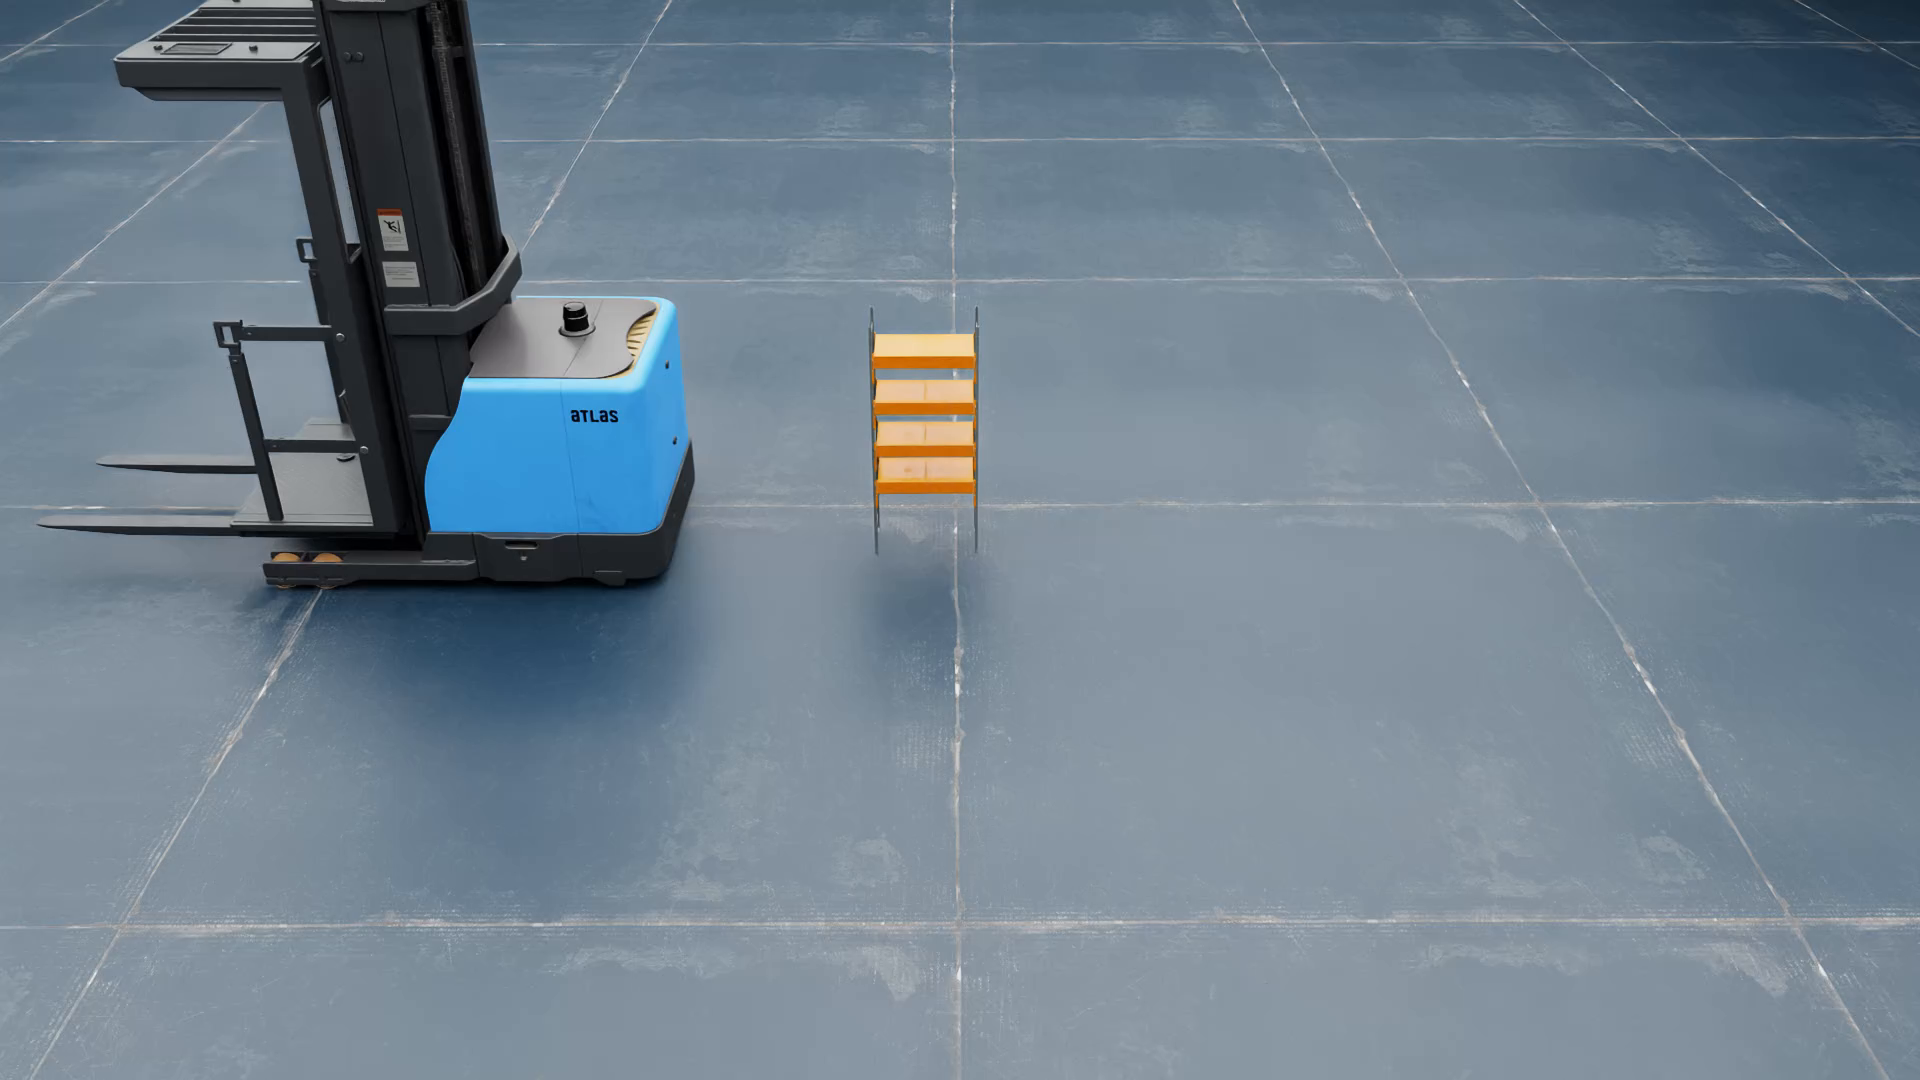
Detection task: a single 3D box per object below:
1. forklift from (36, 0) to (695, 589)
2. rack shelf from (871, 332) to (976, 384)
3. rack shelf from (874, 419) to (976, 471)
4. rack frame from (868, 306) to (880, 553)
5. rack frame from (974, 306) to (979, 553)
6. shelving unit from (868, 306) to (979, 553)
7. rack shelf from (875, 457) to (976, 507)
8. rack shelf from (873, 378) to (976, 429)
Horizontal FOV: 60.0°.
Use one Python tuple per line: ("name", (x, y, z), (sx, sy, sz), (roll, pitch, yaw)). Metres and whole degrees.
("forklift", (-2.896, -1.296, 7.560), (3.031, 2.935, 1.130), (1, 31, 1))
("rack shelf", (-0.166, -0.848, 7.734), (0.480, 0.148, 0.258), (0, 31, 0))
("rack shelf", (-0.166, -0.455, 7.973), (0.480, 0.148, 0.258), (0, 31, 0))
("rack frame", (-0.410, -0.512, 7.937), (0.015, 1.200, 0.240), (0, 31, 0))
("rack frame", (0.078, -0.513, 7.939), (0.015, 1.200, 0.240), (0, 31, 0))
("shelving unit", (-0.166, -0.512, 7.938), (0.503, 1.200, 0.258), (0, 31, 0))
("rack shelf", (-0.166, -0.285, 8.076), (0.480, 0.148, 0.258), (0, 31, 0))
("rack shelf", (-0.166, -0.646, 7.857), (0.480, 0.148, 0.258), (0, 31, 0))
